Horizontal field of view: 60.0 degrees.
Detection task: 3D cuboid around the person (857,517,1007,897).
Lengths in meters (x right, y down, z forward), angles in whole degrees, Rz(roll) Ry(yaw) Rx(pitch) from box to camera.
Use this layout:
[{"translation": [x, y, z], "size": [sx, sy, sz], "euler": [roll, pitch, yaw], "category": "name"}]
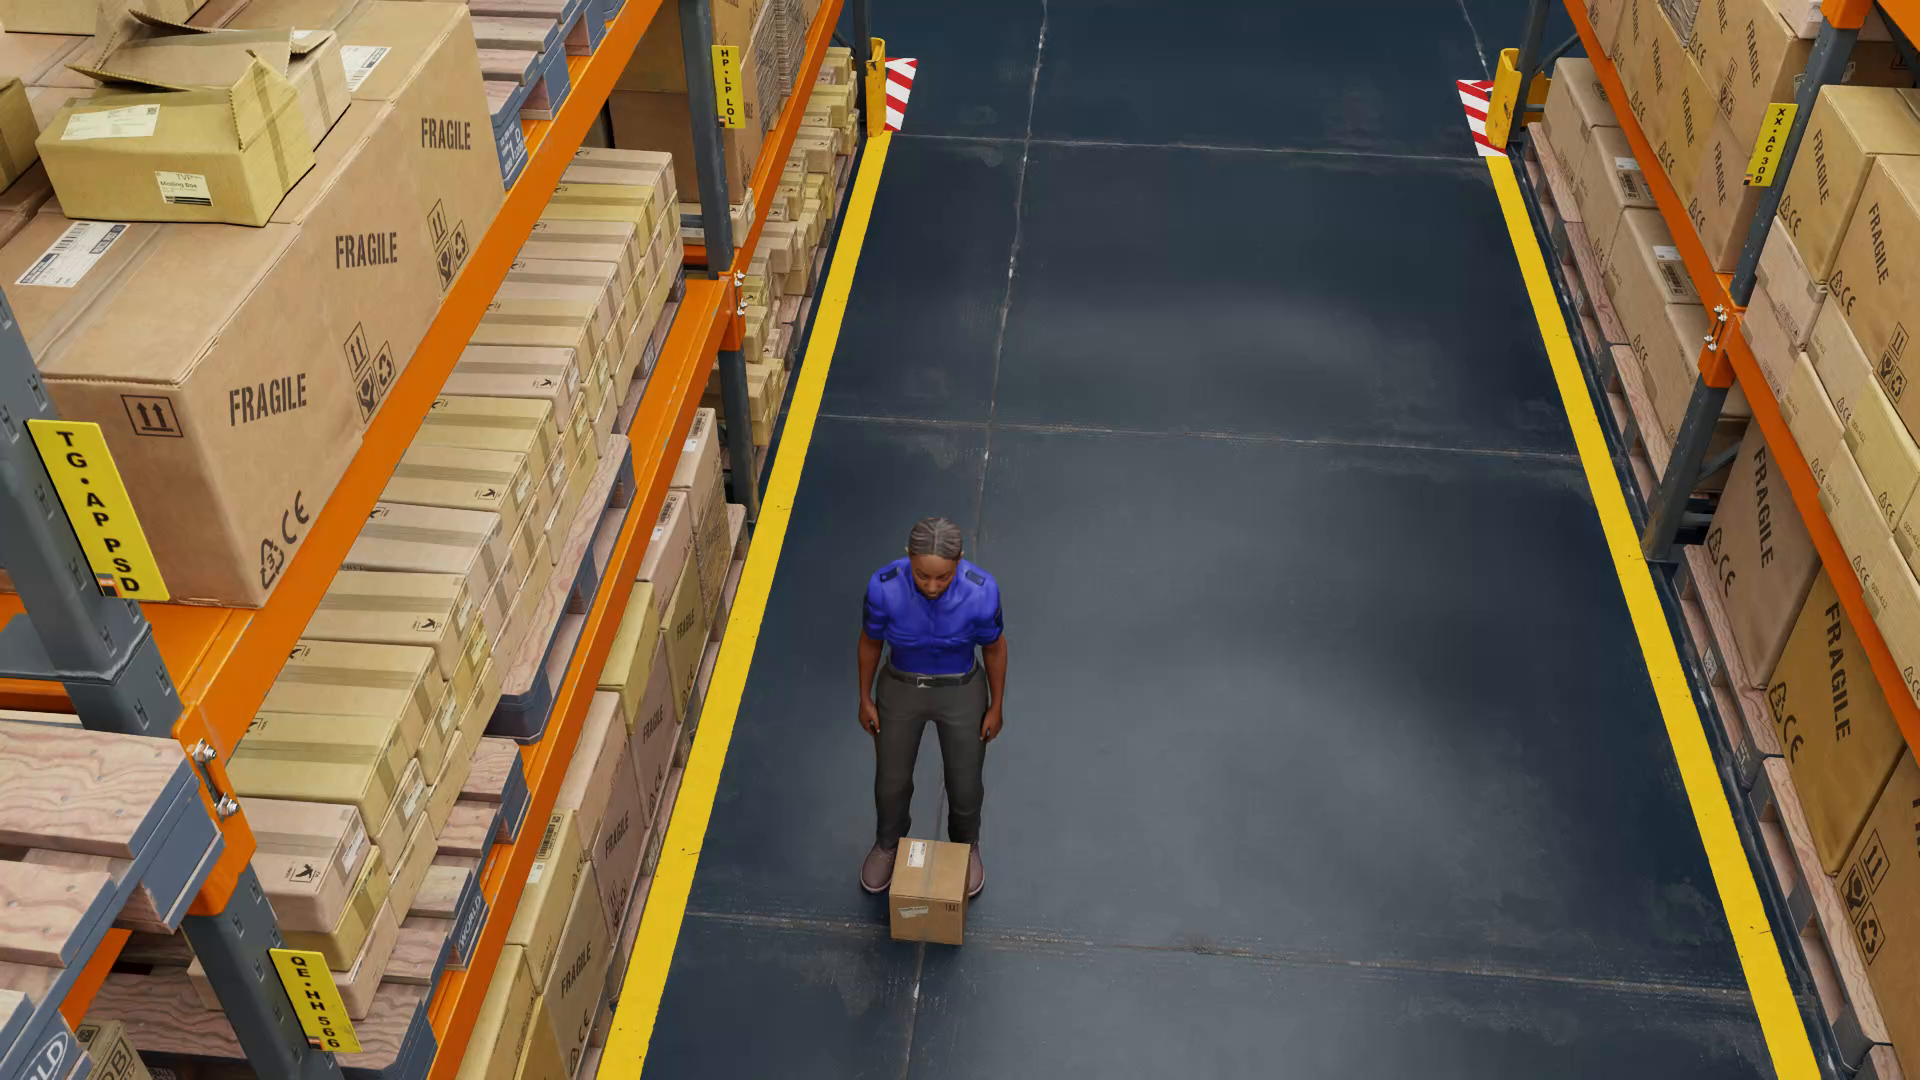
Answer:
[{"translation": [-0.100, 0.536, 5.528], "size": [0.506, 1.654, 0.346], "euler": [2, 40, 2], "category": "person"}]
